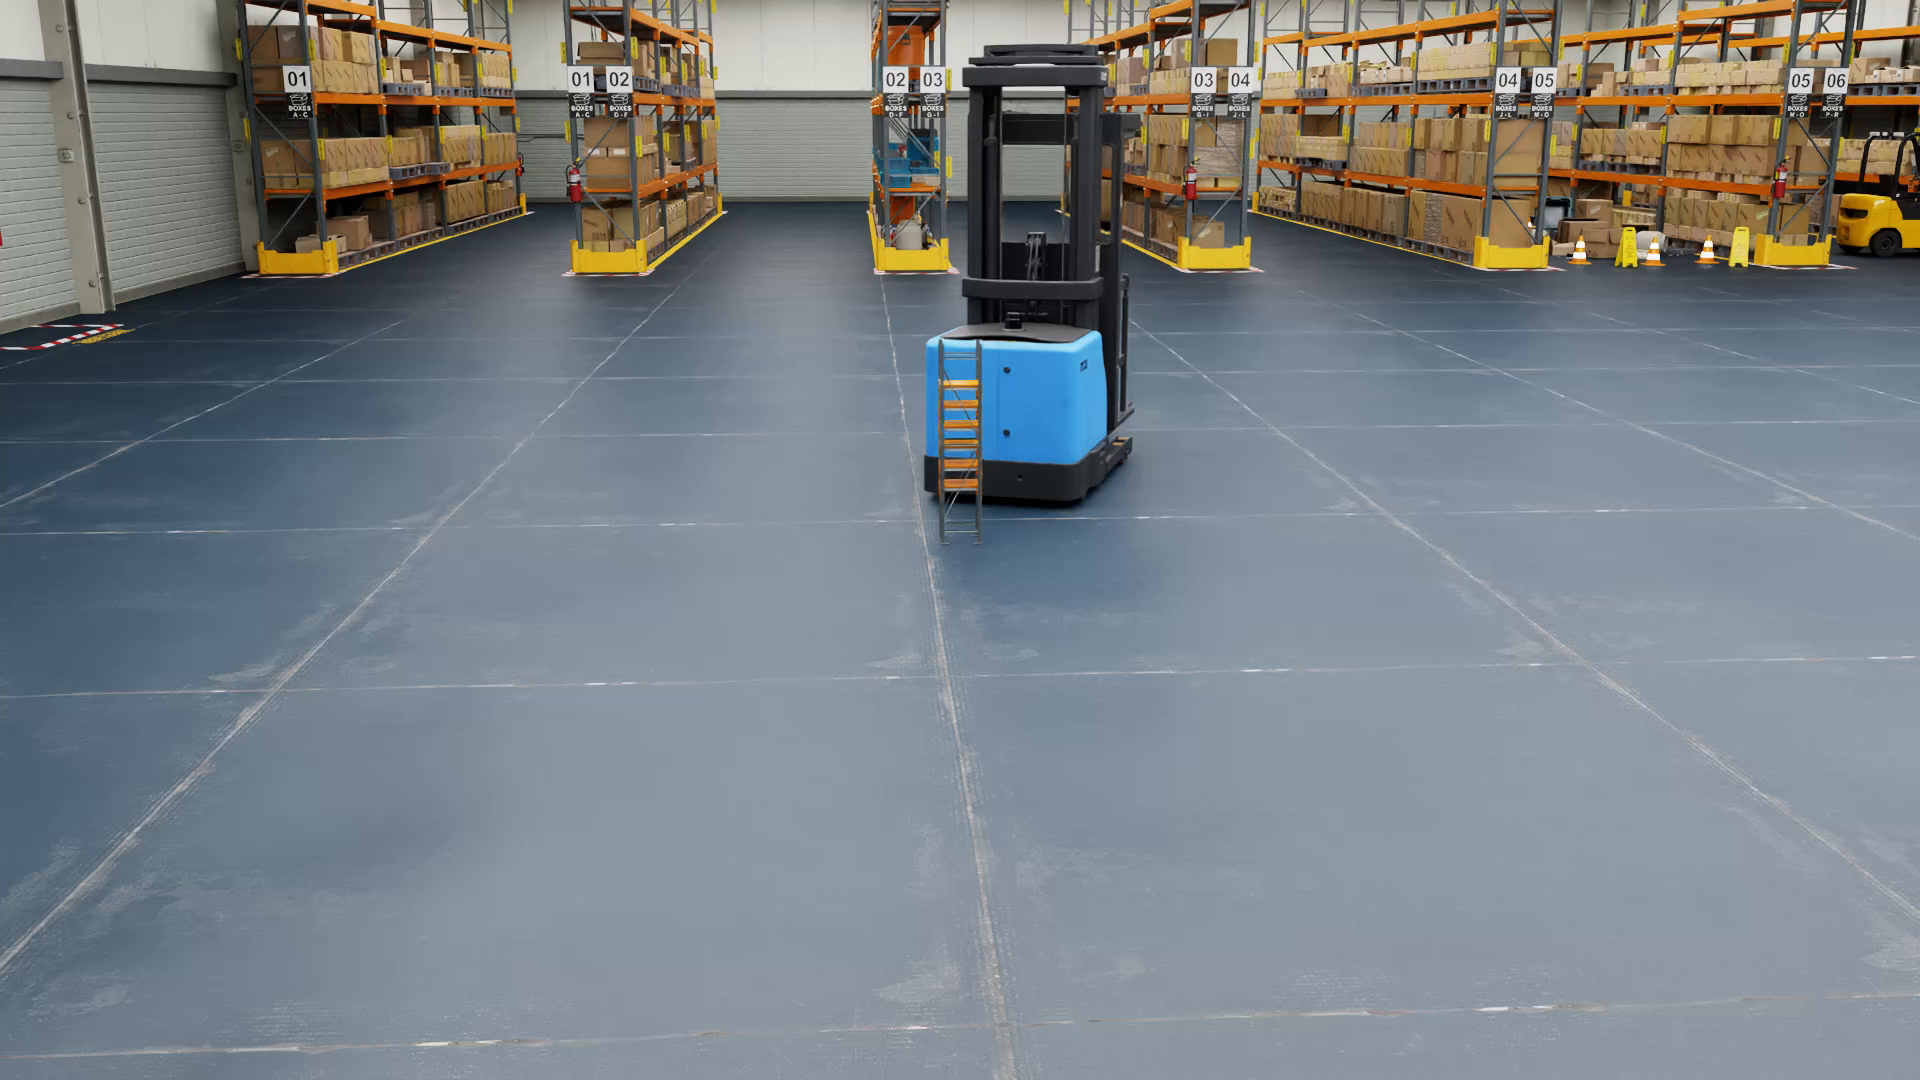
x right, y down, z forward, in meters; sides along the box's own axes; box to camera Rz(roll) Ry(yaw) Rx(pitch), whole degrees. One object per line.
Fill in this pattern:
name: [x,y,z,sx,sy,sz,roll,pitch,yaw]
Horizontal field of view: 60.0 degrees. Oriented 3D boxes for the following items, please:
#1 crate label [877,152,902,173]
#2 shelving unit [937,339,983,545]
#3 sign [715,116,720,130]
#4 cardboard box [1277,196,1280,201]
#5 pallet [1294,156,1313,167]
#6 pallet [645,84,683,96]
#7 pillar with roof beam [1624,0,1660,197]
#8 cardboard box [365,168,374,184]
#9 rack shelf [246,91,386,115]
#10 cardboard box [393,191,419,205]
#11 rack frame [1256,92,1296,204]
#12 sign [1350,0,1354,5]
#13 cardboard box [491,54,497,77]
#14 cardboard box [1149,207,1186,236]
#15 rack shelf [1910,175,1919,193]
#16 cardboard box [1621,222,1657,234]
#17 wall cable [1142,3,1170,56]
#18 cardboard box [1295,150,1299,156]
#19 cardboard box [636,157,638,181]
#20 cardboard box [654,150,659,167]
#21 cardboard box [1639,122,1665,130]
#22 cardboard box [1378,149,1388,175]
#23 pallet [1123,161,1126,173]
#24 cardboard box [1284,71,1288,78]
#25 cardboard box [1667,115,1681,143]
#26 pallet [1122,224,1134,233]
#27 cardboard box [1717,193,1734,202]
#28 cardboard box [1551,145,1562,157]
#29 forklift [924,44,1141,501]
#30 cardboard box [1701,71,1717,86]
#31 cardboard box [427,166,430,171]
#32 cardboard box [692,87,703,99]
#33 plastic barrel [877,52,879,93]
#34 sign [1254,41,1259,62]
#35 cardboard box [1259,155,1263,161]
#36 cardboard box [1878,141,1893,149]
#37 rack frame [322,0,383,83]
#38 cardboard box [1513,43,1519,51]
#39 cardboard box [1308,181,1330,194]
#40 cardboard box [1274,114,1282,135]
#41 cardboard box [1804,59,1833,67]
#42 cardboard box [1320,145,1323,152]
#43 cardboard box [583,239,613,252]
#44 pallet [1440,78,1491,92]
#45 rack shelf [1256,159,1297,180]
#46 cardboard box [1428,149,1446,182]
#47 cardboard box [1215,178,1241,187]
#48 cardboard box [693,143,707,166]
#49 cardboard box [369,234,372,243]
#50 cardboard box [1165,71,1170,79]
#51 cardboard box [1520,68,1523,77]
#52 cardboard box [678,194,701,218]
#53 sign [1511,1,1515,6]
crate label: [-1.433,-7.642,33.636,0.502,0.435,0.616,-1,14,-3]
shelving unit: [0.001,-0.577,9.863,0.258,1.200,0.189,-1,14,-3]
sign: [-6.109,-10.507,41.886,0.100,0.325,0.005,-1,14,-3]
cardboard box: [8.097,-8.500,41.326,0.380,0.149,0.250,0,14,-1]
pallet: [8.330,-8.713,38.256,1.003,0.211,1.213,-1,14,-3]
pallet: [-5.965,-8.716,32.241,1.003,0.211,1.213,0,14,-1]
pillar with roof beam: [14.504,-13.696,45.197,9.100,9.000,0.400,-1,14,-3]
cardboard box: [-10.463,-6.303,28.765,0.500,0.250,0.500,-1,14,-4]
rack shelf: [-10.741,-7.335,27.938,1.077,0.370,4.000,-1,14,-3]
cardboard box: [-11.043,-6.768,32.938,0.500,0.250,0.500,-1,14,-2]
rack frame: [8.180,-9.993,42.846,1.000,3.000,0.127,-1,14,-3]
sign: [8.982,-12.443,38.135,0.100,0.325,0.005,-1,14,-3]
cardboard box: [-11.198,-11.145,39.055,0.500,0.500,0.500,-1,14,-3]
cardboard box: [3.950,-6.113,31.899,0.700,0.500,0.500,-2,15,-8]
rack shelf: [18.936,-6.342,30.100,1.077,0.370,4.000,-1,14,-3]
cardboard box: [12.566,-5.614,30.836,0.500,0.500,0.500,10,18,35]
wall cable: [6.313,-15.865,47.171,2.277,5.999,0.120,-1,14,-3]
cardboard box: [7.993,-8.975,38.551,0.380,0.149,0.250,-2,15,-6]
cardboard box: [-5.726,-6.106,27.537,0.700,0.500,0.500,-1,14,-2]
cardboard box: [-5.985,-7.176,31.697,0.500,0.500,0.500,0,14,1]
cardboard box: [13.548,-8.103,32.557,0.380,0.149,0.250,-1,14,-5]
cardboard box: [8.562,-7.434,32.700,0.500,0.500,0.500,-1,14,-3]
pallet: [3.870,-7.684,34.255,1.213,0.211,1.003,-1,14,-3]
cardboard box: [8.030,-11.209,40.048,0.380,0.149,0.250,-1,14,-4]
cardboard box: [13.669,-7.674,31.030,0.700,0.500,0.500,-1,14,-4]
pallet: [3.766,-6.407,34.506,1.003,0.211,1.213,-1,14,-3]
cardboard box: [13.679,-6.078,29.499,0.380,0.149,0.250,0,14,-1]
cardboard box: [13.291,-8.519,36.413,0.500,0.250,0.500,-1,14,-5]
forklift: [0.656,-1.994,11.894,1.130,2.935,3.031,4,15,15]
cardboard box: [13.671,-8.268,29.825,0.500,0.250,0.500,-1,14,-3]
cardboard box: [-10.902,-7.696,34.383,0.380,0.149,0.250,-1,14,-4]
cardboard box: [-6.199,-10.300,38.319,0.500,0.250,0.500,-1,14,-3]
plastic barrel: [-1.225,-8.700,30.792,0.600,0.901,0.708,-1,14,-3]
sign: [4.756,-7.847,26.731,0.100,0.325,0.005,-1,14,-3]
cardboard box: [7.873,-9.786,42.545,0.380,0.149,0.250,-1,14,-4]
cardboard box: [18.424,-7.821,32.901,0.380,0.149,0.250,-1,14,-5]
rack frame: [-10.865,-9.633,29.408,1.000,3.000,0.127,-1,14,-3]
cardboard box: [9.438,-8.197,27.706,0.380,0.149,0.250,-1,14,-4]
cardboard box: [8.246,-8.034,37.901,0.500,0.250,0.500,0,14,-2]
cardboard box: [8.026,-10.172,40.739,0.500,0.500,0.500,-1,14,-5]
cardboard box: [14.287,-7.924,27.690,0.380,0.149,0.250,-1,14,-4]
cardboard box: [8.126,-8.601,36.500,0.380,0.149,0.250,-1,14,-4]
cardboard box: [-6.001,-4.811,27.381,0.500,0.250,0.500,-1,14,-3]
pallet: [9.036,-7.912,28.917,1.003,0.211,1.213,-1,14,-3]
rack shelf: [8.304,-9.147,41.003,1.077,0.370,4.000,-1,14,-3]
cardboard box: [8.931,-6.717,29.813,0.875,0.550,0.550,-1,14,-3]
cardboard box: [4.435,-5.916,27.502,0.380,0.149,0.250,-1,14,-3]
cardboard box: [-6.176,-8.974,38.686,0.500,0.500,0.500,-1,14,-2]
cardboard box: [-10.801,-5.436,29.939,0.380,0.166,0.250,-3,15,-11]
cardboard box: [3.798,-8.121,29.052,0.380,0.149,0.250,-1,14,-5]
cardboard box: [9.454,-7.750,27.571,0.380,0.149,0.250,-1,14,-3]
cardboard box: [-6.047,-7.431,37.023,0.500,0.500,0.500,-1,14,-3]
sign: [12.807,-12.532,38.482,0.100,0.325,0.005,-1,14,-3]
